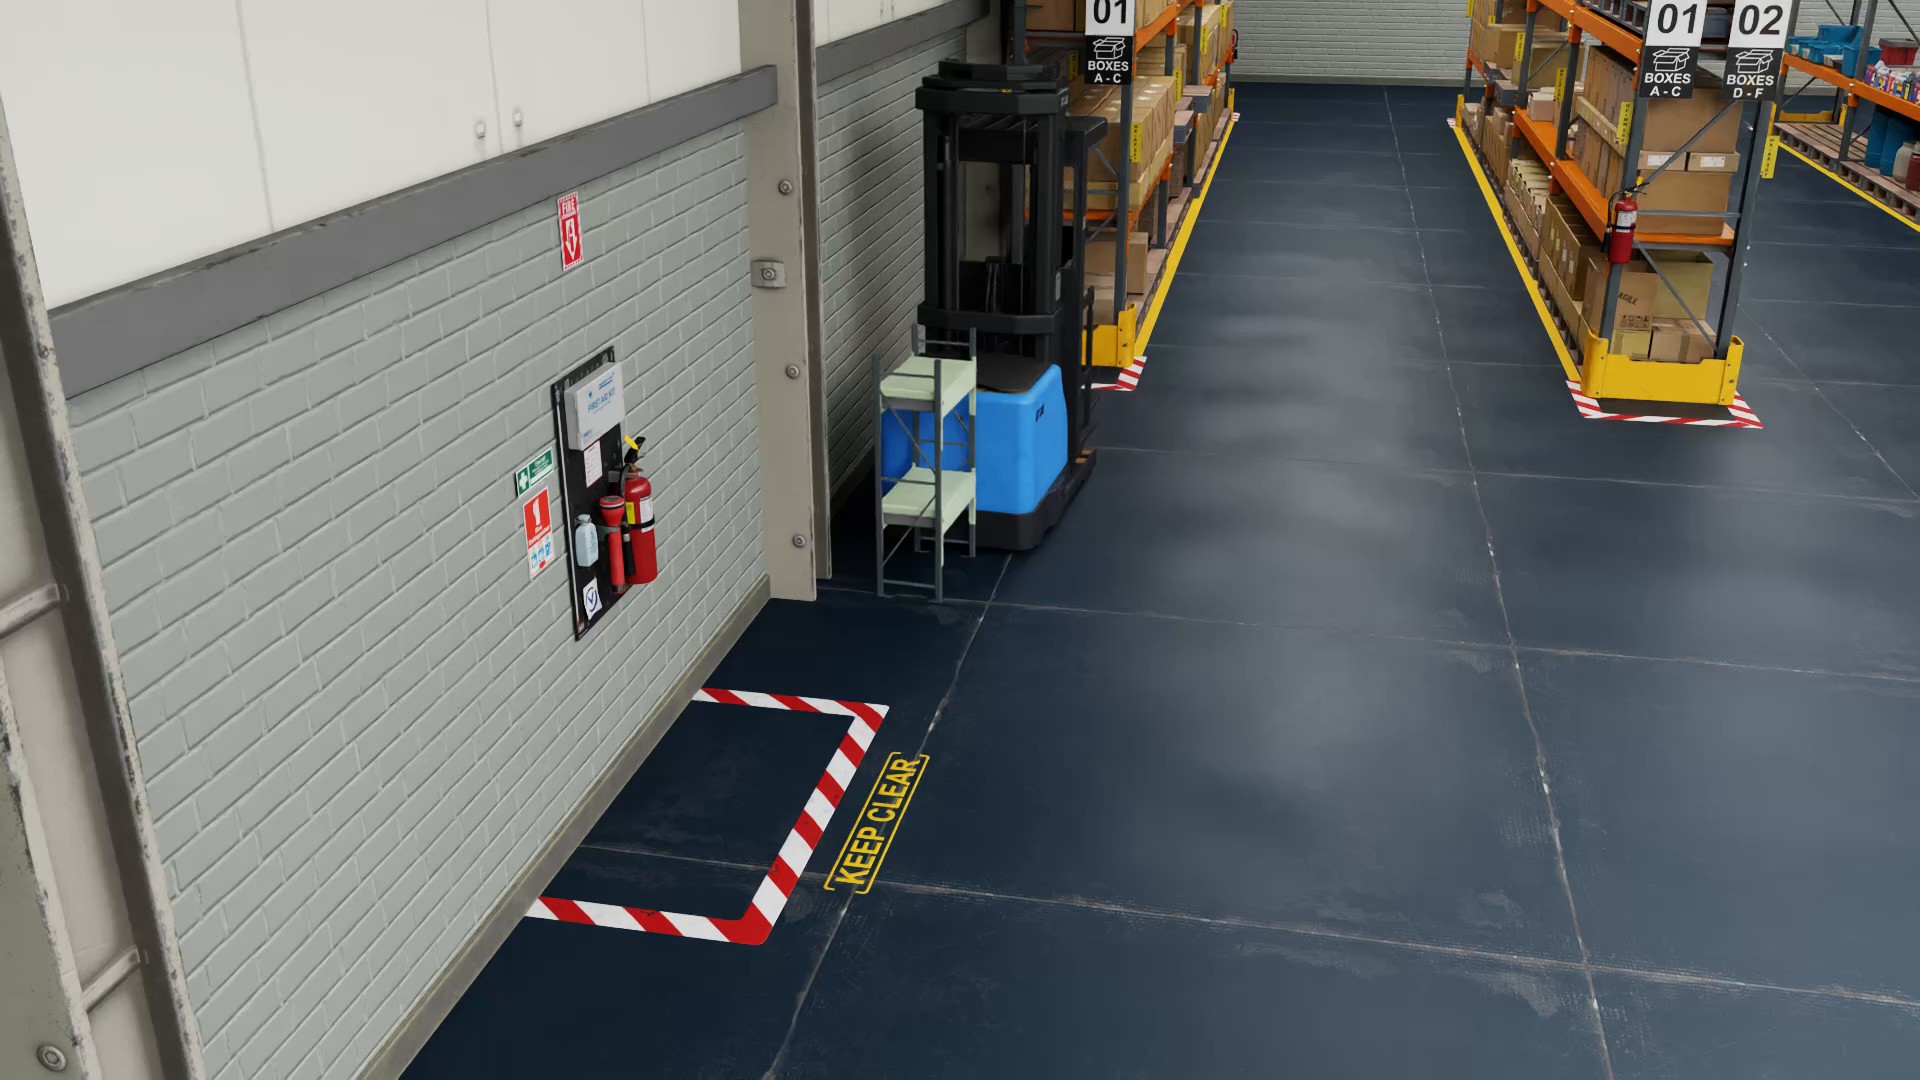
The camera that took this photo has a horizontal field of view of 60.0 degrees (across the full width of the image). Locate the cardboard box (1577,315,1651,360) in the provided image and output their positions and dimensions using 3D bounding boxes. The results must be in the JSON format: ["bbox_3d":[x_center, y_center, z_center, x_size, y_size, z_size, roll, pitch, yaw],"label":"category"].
[{"bbox_3d":[5.615,-1.744,14.287,0.500,0.250,0.500,4,22,11],"label":"cardboard box"}]

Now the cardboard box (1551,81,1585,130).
[{"bbox_3d":[7.101,-4.963,19.028,0.500,0.500,0.500,3,22,8],"label":"cardboard box"}]

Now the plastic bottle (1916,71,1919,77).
[{"bbox_3d":[13.202,-6.357,22.890,0.097,0.201,0.097,0,22,0],"label":"plastic bottle"}]

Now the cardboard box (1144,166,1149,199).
[{"bbox_3d":[1.447,-3.267,15.125,0.500,0.250,0.500,4,22,9],"label":"cardboard box"}]

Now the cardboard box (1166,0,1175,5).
[{"bbox_3d":[1.900,-5.688,16.785,0.500,0.500,0.500,5,22,12],"label":"cardboard box"}]

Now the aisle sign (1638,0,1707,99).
[{"bbox_3d":[5.494,-3.810,12.819,0.394,0.787,0.004,4,22,11],"label":"aisle sign"}]

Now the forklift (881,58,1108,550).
[{"bbox_3d":[0.365,-1.815,11.437,1.130,2.935,3.031,6,23,15],"label":"forklift"}]

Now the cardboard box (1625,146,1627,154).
[{"bbox_3d":[5.739,-3.203,13.790,0.380,0.149,0.250,5,22,12],"label":"cardboard box"}]

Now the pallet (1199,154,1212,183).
[{"bbox_3d":[3.063,-5.342,23.835,1.003,0.211,1.213,4,22,11],"label":"pallet"}]

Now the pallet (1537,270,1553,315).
[{"bbox_3d":[6.408,-2.488,16.748,1.003,0.211,1.213,4,22,11],"label":"pallet"}]

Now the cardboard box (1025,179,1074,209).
[{"bbox_3d":[0.850,-3.108,14.729,0.500,0.250,0.500,5,22,12],"label":"cardboard box"}]

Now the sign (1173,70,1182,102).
[{"bbox_3d":[2.294,-4.808,17.618,0.100,0.325,0.005,4,22,11],"label":"sign"}]

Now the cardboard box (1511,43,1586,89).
[{"bbox_3d":[7.446,-6.012,21.070,0.700,0.500,0.500,-3,22,-7],"label":"cardboard box"}]

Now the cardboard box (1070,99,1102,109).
[{"bbox_3d":[1.047,-3.831,15.521,0.500,0.500,0.500,4,22,9],"label":"cardboard box"}]

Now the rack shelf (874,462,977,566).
[{"bbox_3d":[-0.200,-0.166,10.132,0.431,0.370,0.720,6,23,15],"label":"rack shelf"}]

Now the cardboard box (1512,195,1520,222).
[{"bbox_3d":[6.831,-3.907,19.659,0.500,0.250,0.500,4,22,10],"label":"cardboard box"}]

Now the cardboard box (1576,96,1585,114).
[{"bbox_3d":[6.367,-4.333,16.594,0.380,0.149,0.250,4,22,11],"label":"cardboard box"}]

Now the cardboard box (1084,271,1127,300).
[{"bbox_3d":[1.291,-2.394,15.792,0.500,0.311,0.500,6,23,15],"label":"cardboard box"}]

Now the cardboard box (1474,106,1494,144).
[{"bbox_3d":[8.082,-6.269,25.162,0.500,0.500,0.500,4,22,11],"label":"cardboard box"}]

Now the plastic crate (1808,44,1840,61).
[{"bbox_3d":[13.267,-7.482,25.560,0.416,0.233,0.300,4,22,11],"label":"plastic crate"}]

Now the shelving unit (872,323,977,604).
[{"bbox_3d":[-0.200,-0.469,10.010,0.431,1.500,0.755,6,23,15],"label":"shelving unit"}]

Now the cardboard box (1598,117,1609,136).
[{"bbox_3d":[6.054,-3.766,15.187,0.380,0.149,0.250,4,22,10],"label":"cardboard box"}]

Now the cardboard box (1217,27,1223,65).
[{"bbox_3d":[3.520,-7.707,25.574,0.980,0.700,0.700,5,22,12],"label":"cardboard box"}]

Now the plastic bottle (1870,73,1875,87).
[{"bbox_3d":[12.567,-6.330,22.821,0.097,0.201,0.097,0,22,0],"label":"plastic bottle"}]

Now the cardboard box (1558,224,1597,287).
[{"bbox_3d":[5.906,-2.642,15.512,0.500,0.500,0.500,4,22,11],"label":"cardboard box"}]

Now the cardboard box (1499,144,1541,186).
[{"bbox_3d":[7.389,-4.936,21.852,0.500,0.500,0.500,5,23,13],"label":"cardboard box"}]

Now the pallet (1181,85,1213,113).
[{"bbox_3d":[2.536,-5.550,20.876,1.213,0.211,1.003,4,22,11],"label":"pallet"}]

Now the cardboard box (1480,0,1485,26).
[{"bbox_3d":[8.402,-8.265,25.889,0.500,0.500,0.500,4,22,10],"label":"cardboard box"}]

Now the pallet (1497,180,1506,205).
[{"bbox_3d":[7.617,-4.508,21.765,1.003,0.211,1.213,4,22,11],"label":"pallet"}]

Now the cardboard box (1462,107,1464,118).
[{"bbox_3d":[8.587,-7.129,27.743,0.380,0.166,0.250,4,22,11],"label":"cardboard box"}]

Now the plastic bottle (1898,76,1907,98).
[{"bbox_3d":[12.318,-5.916,21.701,0.097,0.271,0.097,0,22,0],"label":"plastic bottle"}]

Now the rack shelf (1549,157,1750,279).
[{"bbox_3d":[6.203,-3.004,15.260,1.077,0.370,4.000,4,22,11],"label":"rack shelf"}]

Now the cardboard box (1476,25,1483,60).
[{"bbox_3d":[8.402,-7.807,26.088,0.500,0.500,0.500,5,22,12],"label":"cardboard box"}]

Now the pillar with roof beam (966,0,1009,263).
[{"bbox_3d":[4.455,-5.759,13.107,9.100,9.000,0.400,4,22,11],"label":"pillar with roof beam"}]

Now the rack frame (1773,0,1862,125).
[{"bbox_3d":[13.908,-8.079,26.897,1.000,3.000,0.127,4,22,11],"label":"rack frame"}]

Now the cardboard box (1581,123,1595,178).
[{"bbox_3d":[6.426,-3.759,16.038,0.700,0.500,0.500,4,22,10],"label":"cardboard box"}]

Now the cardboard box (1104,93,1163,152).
[{"bbox_3d":[1.652,-3.980,15.890,0.500,0.500,0.500,5,23,13],"label":"cardboard box"}]

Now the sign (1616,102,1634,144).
[{"bbox_3d":[5.267,-3.299,13.164,0.100,0.325,0.005,4,22,11],"label":"sign"}]

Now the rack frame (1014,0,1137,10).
[{"bbox_3d":[0.945,-5.765,13.123,1.000,3.000,0.127,4,22,11],"label":"rack frame"}]

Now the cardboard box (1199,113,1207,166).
[{"bbox_3d":[3.041,-5.684,23.268,0.750,0.750,0.750,4,22,11],"label":"cardboard box"}]

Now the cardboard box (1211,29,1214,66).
[{"bbox_3d":[3.341,-7.006,23.676,0.500,0.500,0.500,4,22,11],"label":"cardboard box"}]

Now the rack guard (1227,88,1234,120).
[{"bbox_3d":[4.215,-7.683,29.261,1.175,0.500,0.348,4,22,11],"label":"rack guard"}]

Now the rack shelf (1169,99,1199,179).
[{"bbox_3d":[2.169,-4.843,19.826,1.077,0.370,4.000,4,22,11],"label":"rack shelf"}]

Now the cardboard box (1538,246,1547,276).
[{"bbox_3d":[6.220,-2.842,17.013,0.500,0.250,0.500,4,22,11],"label":"cardboard box"}]

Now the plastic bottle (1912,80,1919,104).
[{"bbox_3d":[12.174,-5.697,21.140,0.061,0.283,0.133,4,22,11],"label":"plastic bottle"}]

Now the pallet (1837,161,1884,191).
[{"bbox_3d":[12.894,-5.043,23.093,1.003,0.211,1.213,4,22,11],"label":"pallet"}]

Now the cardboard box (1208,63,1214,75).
[{"bbox_3d":[3.480,-6.832,24.111,0.380,0.149,0.250,4,22,11],"label":"cardboard box"}]

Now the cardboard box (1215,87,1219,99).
[{"bbox_3d":[3.895,-7.084,26.344,0.380,0.149,0.250,5,23,13],"label":"cardboard box"}]

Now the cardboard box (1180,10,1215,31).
[{"bbox_3d":[3.331,-7.349,23.524,0.500,0.250,0.500,5,22,12],"label":"cardboard box"}]

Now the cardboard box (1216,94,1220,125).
[{"bbox_3d":[3.859,-7.043,27.110,0.700,0.500,0.500,5,22,12],"label":"cardboard box"}]

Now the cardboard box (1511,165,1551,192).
[{"bbox_3d":[6.934,-4.349,20.006,0.500,0.311,0.500,4,22,10],"label":"cardboard box"}]

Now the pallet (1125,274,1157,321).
[{"bbox_3d":[1.412,-2.456,16.669,1.003,0.211,1.213,4,22,11],"label":"pallet"}]

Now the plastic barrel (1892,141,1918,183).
[{"bbox_3d":[12.617,-5.000,22.022,0.421,0.512,0.421,0,22,0],"label":"plastic barrel"}]

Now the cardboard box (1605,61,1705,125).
[{"bbox_3d":[6.220,-4.004,14.909,0.700,0.500,0.500,4,22,11],"label":"cardboard box"}]

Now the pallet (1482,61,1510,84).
[{"bbox_3d":[7.974,-6.622,23.537,1.003,0.211,1.213,4,22,11],"label":"pallet"}]

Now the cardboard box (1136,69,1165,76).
[{"bbox_3d":[1.898,-4.879,18.230,0.700,0.500,0.500,5,22,11],"label":"cardboard box"}]

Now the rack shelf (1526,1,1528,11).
[{"bbox_3d":[7.836,-7.321,21.964,1.077,0.370,4.000,4,22,11],"label":"rack shelf"}]

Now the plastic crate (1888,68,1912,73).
[{"bbox_3d":[13.327,-6.681,23.699,0.396,0.136,0.243,4,22,11],"label":"plastic crate"}]
